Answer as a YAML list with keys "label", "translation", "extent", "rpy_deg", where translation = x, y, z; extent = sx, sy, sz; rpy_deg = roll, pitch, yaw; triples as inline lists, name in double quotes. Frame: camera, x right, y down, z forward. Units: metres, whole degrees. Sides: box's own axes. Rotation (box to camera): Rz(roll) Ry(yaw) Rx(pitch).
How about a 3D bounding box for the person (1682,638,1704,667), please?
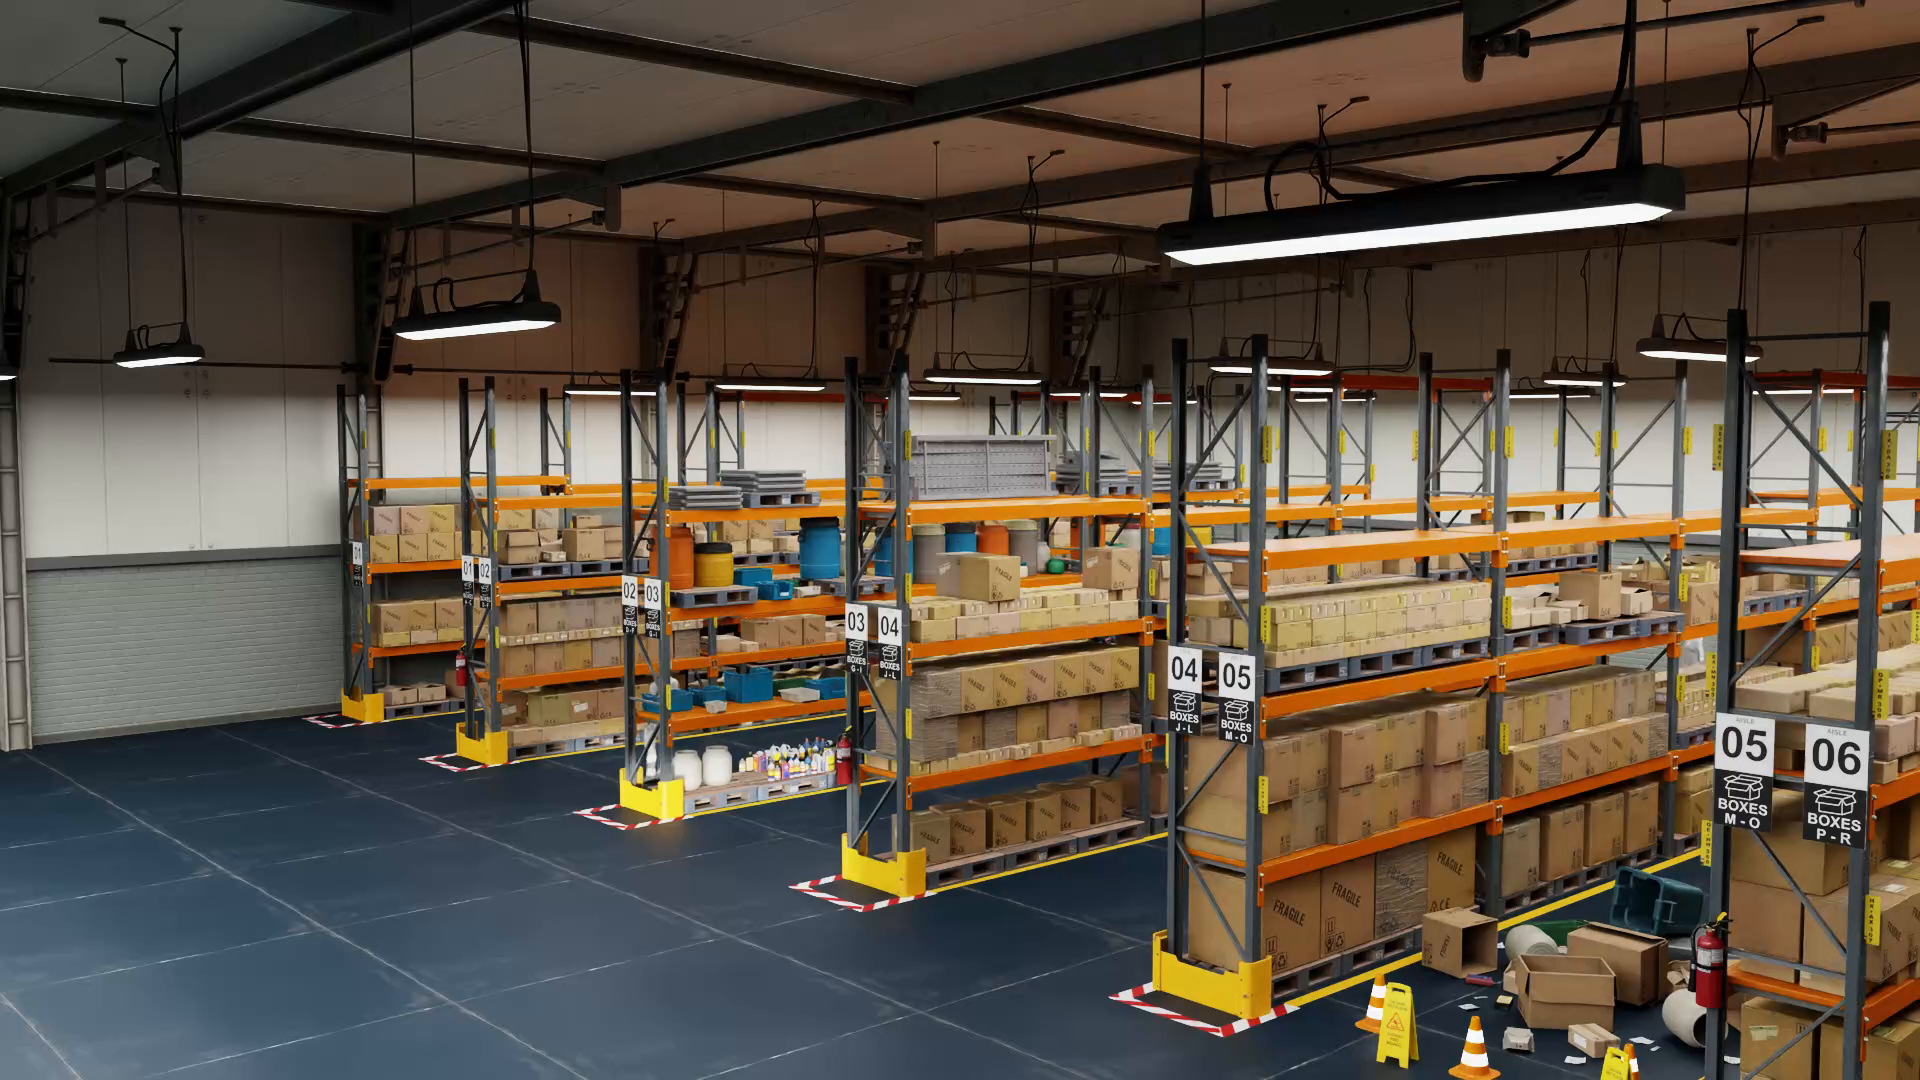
- label: "person"
  translation: [13.619, 2.364, 30.865]
  extent: [0.363, 1.596, 0.462]
  rpy_deg: [-3, 5, -36]

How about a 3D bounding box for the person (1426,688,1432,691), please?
- label: "person"
  translation: [6.300, 2.811, 23.070]
  extent: [0.445, 1.686, 0.506]
  rpy_deg: [1, 4, 15]

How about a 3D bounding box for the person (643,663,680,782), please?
- label: "person"
  translation: [-4.441, 2.664, 24.591]
  extent: [0.620, 1.828, 0.374]
  rpy_deg: [-4, 5, -44]
